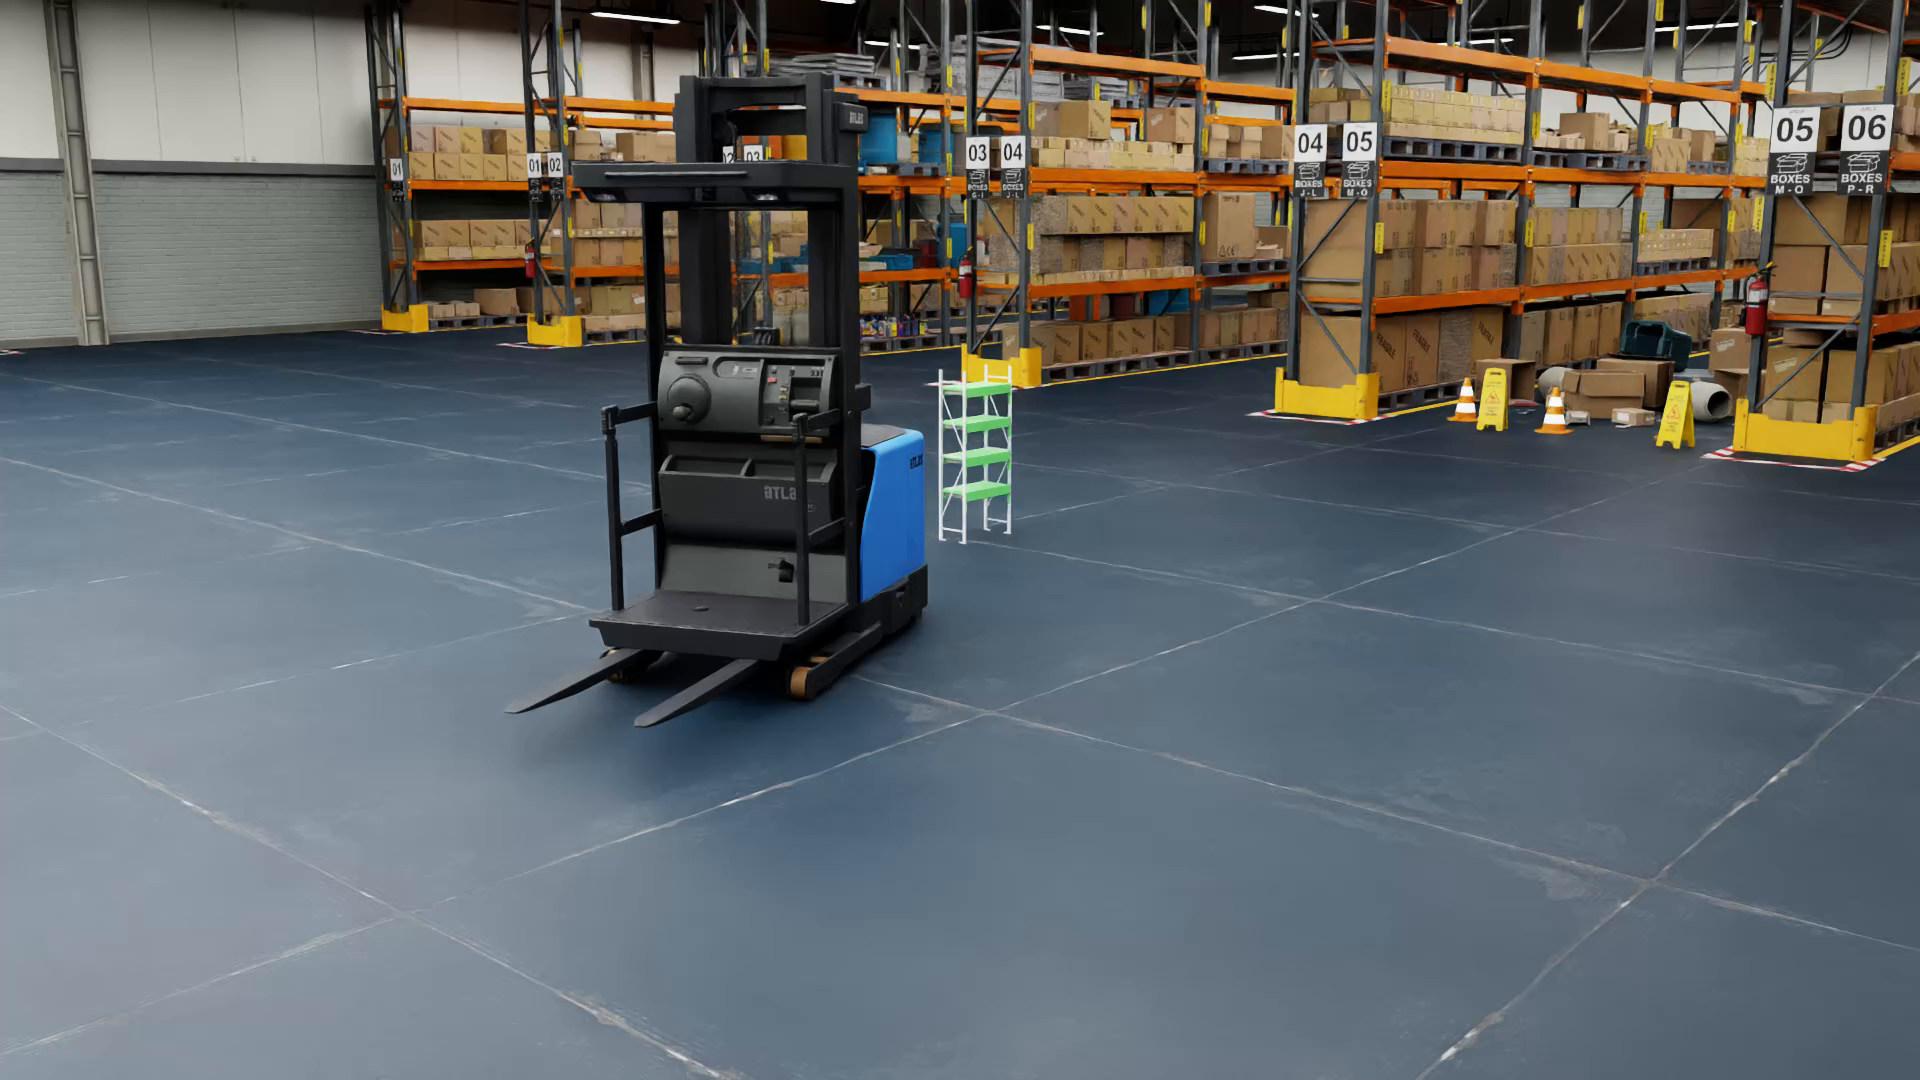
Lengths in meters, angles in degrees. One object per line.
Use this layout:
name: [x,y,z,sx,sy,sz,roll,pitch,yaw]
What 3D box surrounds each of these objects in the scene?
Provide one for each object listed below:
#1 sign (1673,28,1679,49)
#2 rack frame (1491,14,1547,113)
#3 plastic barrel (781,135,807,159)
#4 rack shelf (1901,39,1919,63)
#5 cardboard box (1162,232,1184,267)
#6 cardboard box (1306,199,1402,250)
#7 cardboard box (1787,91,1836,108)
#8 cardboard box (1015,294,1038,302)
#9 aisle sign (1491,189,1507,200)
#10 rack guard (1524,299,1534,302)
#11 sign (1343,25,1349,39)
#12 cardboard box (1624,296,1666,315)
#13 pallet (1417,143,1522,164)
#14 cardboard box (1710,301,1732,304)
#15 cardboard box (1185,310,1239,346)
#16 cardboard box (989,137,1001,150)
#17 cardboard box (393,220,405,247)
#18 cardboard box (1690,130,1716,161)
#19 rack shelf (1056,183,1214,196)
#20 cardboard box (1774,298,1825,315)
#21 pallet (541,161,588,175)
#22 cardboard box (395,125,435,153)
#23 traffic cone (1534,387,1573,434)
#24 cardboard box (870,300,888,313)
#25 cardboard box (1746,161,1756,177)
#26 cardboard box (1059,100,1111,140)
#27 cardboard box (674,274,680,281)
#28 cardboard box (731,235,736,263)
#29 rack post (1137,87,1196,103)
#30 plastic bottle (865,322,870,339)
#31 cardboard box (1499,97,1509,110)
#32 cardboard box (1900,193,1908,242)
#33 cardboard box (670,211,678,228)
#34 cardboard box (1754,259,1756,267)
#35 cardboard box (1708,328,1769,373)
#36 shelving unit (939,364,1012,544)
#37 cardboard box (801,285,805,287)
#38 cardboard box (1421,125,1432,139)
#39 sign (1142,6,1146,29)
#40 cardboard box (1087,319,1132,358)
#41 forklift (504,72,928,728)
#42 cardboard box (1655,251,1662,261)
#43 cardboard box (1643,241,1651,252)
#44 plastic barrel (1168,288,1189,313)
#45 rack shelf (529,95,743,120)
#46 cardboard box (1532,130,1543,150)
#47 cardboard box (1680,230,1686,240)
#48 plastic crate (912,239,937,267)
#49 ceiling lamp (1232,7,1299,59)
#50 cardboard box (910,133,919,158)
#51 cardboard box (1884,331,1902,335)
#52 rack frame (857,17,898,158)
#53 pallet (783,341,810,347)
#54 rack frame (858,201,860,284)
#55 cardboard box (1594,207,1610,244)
sign: [11.683,-8.179,27.101,0.100,0.325,0.005,10,15,40]
rack frame: [11.060,-8.854,33.067,1.000,3.000,0.127,10,15,40]
plastic barrel: [-2.565,-6.152,25.643,0.600,0.588,0.600,0,11,0]
rack shelf: [11.903,-5.553,19.395,1.077,0.370,4.000,10,15,40]
cardboard box: [2.795,-4.284,24.484,0.875,0.500,0.500,10,15,40]
cardboard box: [4.432,-3.555,18.711,0.875,0.550,0.550,10,15,40]
cardboard box: [7.944,-4.104,15.546,0.380,0.149,0.250,10,15,41]
cardboard box: [1.421,-5.536,37.512,0.500,0.311,0.500,10,15,40]
aisle sign: [10.882,-7.237,33.647,0.394,0.787,0.004,10,15,40]
rack guard: [11.076,-4.690,33.917,1.175,0.500,0.348,10,15,40]
sign: [6.193,-8.105,26.730,0.100,0.325,0.005,10,15,40]
cardboard box: [10.410,-3.572,25.331,0.500,0.250,0.500,10,15,40]
pallet: [6.250,-4.799,20.649,1.003,0.211,1.213,10,15,40]
cardboard box: [13.472,-4.159,29.565,0.380,0.149,0.250,11,15,43]
cardboard box: [3.889,-3.292,25.794,0.700,0.500,0.500,10,15,40]
cardboard box: [0.447,-5.232,21.957,0.380,0.149,0.250,10,15,40]
cardboard box: [-10.512,-5.880,31.912,0.500,0.500,0.500,10,15,40]
cardboard box: [11.746,-6.352,26.870,0.700,0.500,0.500,10,15,40]
rack shelf: [3.379,-6.788,32.217,1.077,0.370,4.000,10,15,40]
cardboard box: [8.029,-2.237,15.892,0.380,0.149,0.250,10,15,42]
pallet: [-6.454,-6.368,28.503,1.003,0.211,1.213,10,15,40]
cardboard box: [-10.227,-7.525,31.211,0.500,0.500,0.500,8,14,36]
traffic cone: [6.199,-1.357,17.322,0.336,0.463,0.334,10,15,40]
cardboard box: [-1.824,-4.765,33.859,0.500,0.250,0.500,10,15,42]
cardboard box: [12.907,-6.174,27.689,0.500,0.250,0.500,9,15,39]
cardboard box: [1.681,-5.653,22.405,0.500,0.500,0.500,10,15,40]
cardboard box: [-6.242,-5.826,36.565,0.500,0.250,0.500,10,15,41]
cardboard box: [-4.588,-5.411,30.889,0.700,0.500,0.500,9,15,39]
rack post: [4.120,-8.749,32.733,0.937,0.300,0.954,9,15,39]
plastic bottle: [-1.499,-3.368,26.759,0.097,0.271,0.097,0,11,0]
cardboard box: [6.463,-5.315,20.285,0.380,0.149,0.250,10,15,40]
cardboard box: [9.424,-3.371,17.365,0.700,0.500,0.500,9,15,39]
cardboard box: [-5.252,-5.899,30.021,0.700,0.500,0.500,10,15,40]
cardboard box: [13.487,-4.789,28.673,0.380,0.149,0.250,11,15,42]
cardboard box: [9.226,-2.237,19.701,0.500,0.500,0.500,10,15,40]
shelving unit: [0.109,-0.613,11.716,0.258,1.200,0.503,10,15,40]
cardboard box: [-3.658,-6.153,39.277,0.750,0.750,0.750,10,15,42]
cardboard box: [5.125,-4.626,18.867,0.380,0.149,0.250,10,15,41]
sign: [2.718,-7.695,24.475,0.100,0.325,0.005,10,15,40]
cardboard box: [2.122,-2.887,23.815,0.500,0.500,0.500,8,14,35]
forklift: [-1.126,-0.761,8.040,1.130,2.935,3.031,4,12,18]
cardboard box: [10.417,-4.321,25.255,0.380,0.149,0.250,11,16,43]
cardboard box: [10.086,-4.393,24.858,0.380,0.149,0.250,11,16,43]
plastic barrel: [4.327,-5.063,33.689,0.600,0.901,0.708,10,15,40]
rack shelf: [-5.620,-7.527,29.279,1.077,0.370,4.000,10,15,40]
cardboard box: [7.448,-5.353,22.252,0.500,0.250,0.500,10,15,40]
cardboard box: [11.100,-4.766,25.966,0.380,0.149,0.250,9,14,38]
plastic crate: [-0.492,-4.929,28.569,0.402,0.464,0.583,10,15,40]
ceiling lamp: [7.270,-13.069,39.265,2.000,3.185,0.800,10,15,40]
cardboard box: [-1.030,-8.165,34.468,0.500,0.500,0.500,10,15,40]
cardboard box: [9.991,-2.039,18.295,0.500,0.500,0.500,11,16,43]
rack frame: [-1.659,-8.959,33.589,1.000,3.000,0.127,10,15,40]
pallet: [-2.667,-2.967,26.029,1.003,0.211,1.213,10,15,40]
rack frame: [-2.743,-7.245,40.327,1.000,3.000,0.127,10,15,40]
cardboard box: [8.802,-4.479,23.671,0.700,0.500,0.500,9,15,40]
